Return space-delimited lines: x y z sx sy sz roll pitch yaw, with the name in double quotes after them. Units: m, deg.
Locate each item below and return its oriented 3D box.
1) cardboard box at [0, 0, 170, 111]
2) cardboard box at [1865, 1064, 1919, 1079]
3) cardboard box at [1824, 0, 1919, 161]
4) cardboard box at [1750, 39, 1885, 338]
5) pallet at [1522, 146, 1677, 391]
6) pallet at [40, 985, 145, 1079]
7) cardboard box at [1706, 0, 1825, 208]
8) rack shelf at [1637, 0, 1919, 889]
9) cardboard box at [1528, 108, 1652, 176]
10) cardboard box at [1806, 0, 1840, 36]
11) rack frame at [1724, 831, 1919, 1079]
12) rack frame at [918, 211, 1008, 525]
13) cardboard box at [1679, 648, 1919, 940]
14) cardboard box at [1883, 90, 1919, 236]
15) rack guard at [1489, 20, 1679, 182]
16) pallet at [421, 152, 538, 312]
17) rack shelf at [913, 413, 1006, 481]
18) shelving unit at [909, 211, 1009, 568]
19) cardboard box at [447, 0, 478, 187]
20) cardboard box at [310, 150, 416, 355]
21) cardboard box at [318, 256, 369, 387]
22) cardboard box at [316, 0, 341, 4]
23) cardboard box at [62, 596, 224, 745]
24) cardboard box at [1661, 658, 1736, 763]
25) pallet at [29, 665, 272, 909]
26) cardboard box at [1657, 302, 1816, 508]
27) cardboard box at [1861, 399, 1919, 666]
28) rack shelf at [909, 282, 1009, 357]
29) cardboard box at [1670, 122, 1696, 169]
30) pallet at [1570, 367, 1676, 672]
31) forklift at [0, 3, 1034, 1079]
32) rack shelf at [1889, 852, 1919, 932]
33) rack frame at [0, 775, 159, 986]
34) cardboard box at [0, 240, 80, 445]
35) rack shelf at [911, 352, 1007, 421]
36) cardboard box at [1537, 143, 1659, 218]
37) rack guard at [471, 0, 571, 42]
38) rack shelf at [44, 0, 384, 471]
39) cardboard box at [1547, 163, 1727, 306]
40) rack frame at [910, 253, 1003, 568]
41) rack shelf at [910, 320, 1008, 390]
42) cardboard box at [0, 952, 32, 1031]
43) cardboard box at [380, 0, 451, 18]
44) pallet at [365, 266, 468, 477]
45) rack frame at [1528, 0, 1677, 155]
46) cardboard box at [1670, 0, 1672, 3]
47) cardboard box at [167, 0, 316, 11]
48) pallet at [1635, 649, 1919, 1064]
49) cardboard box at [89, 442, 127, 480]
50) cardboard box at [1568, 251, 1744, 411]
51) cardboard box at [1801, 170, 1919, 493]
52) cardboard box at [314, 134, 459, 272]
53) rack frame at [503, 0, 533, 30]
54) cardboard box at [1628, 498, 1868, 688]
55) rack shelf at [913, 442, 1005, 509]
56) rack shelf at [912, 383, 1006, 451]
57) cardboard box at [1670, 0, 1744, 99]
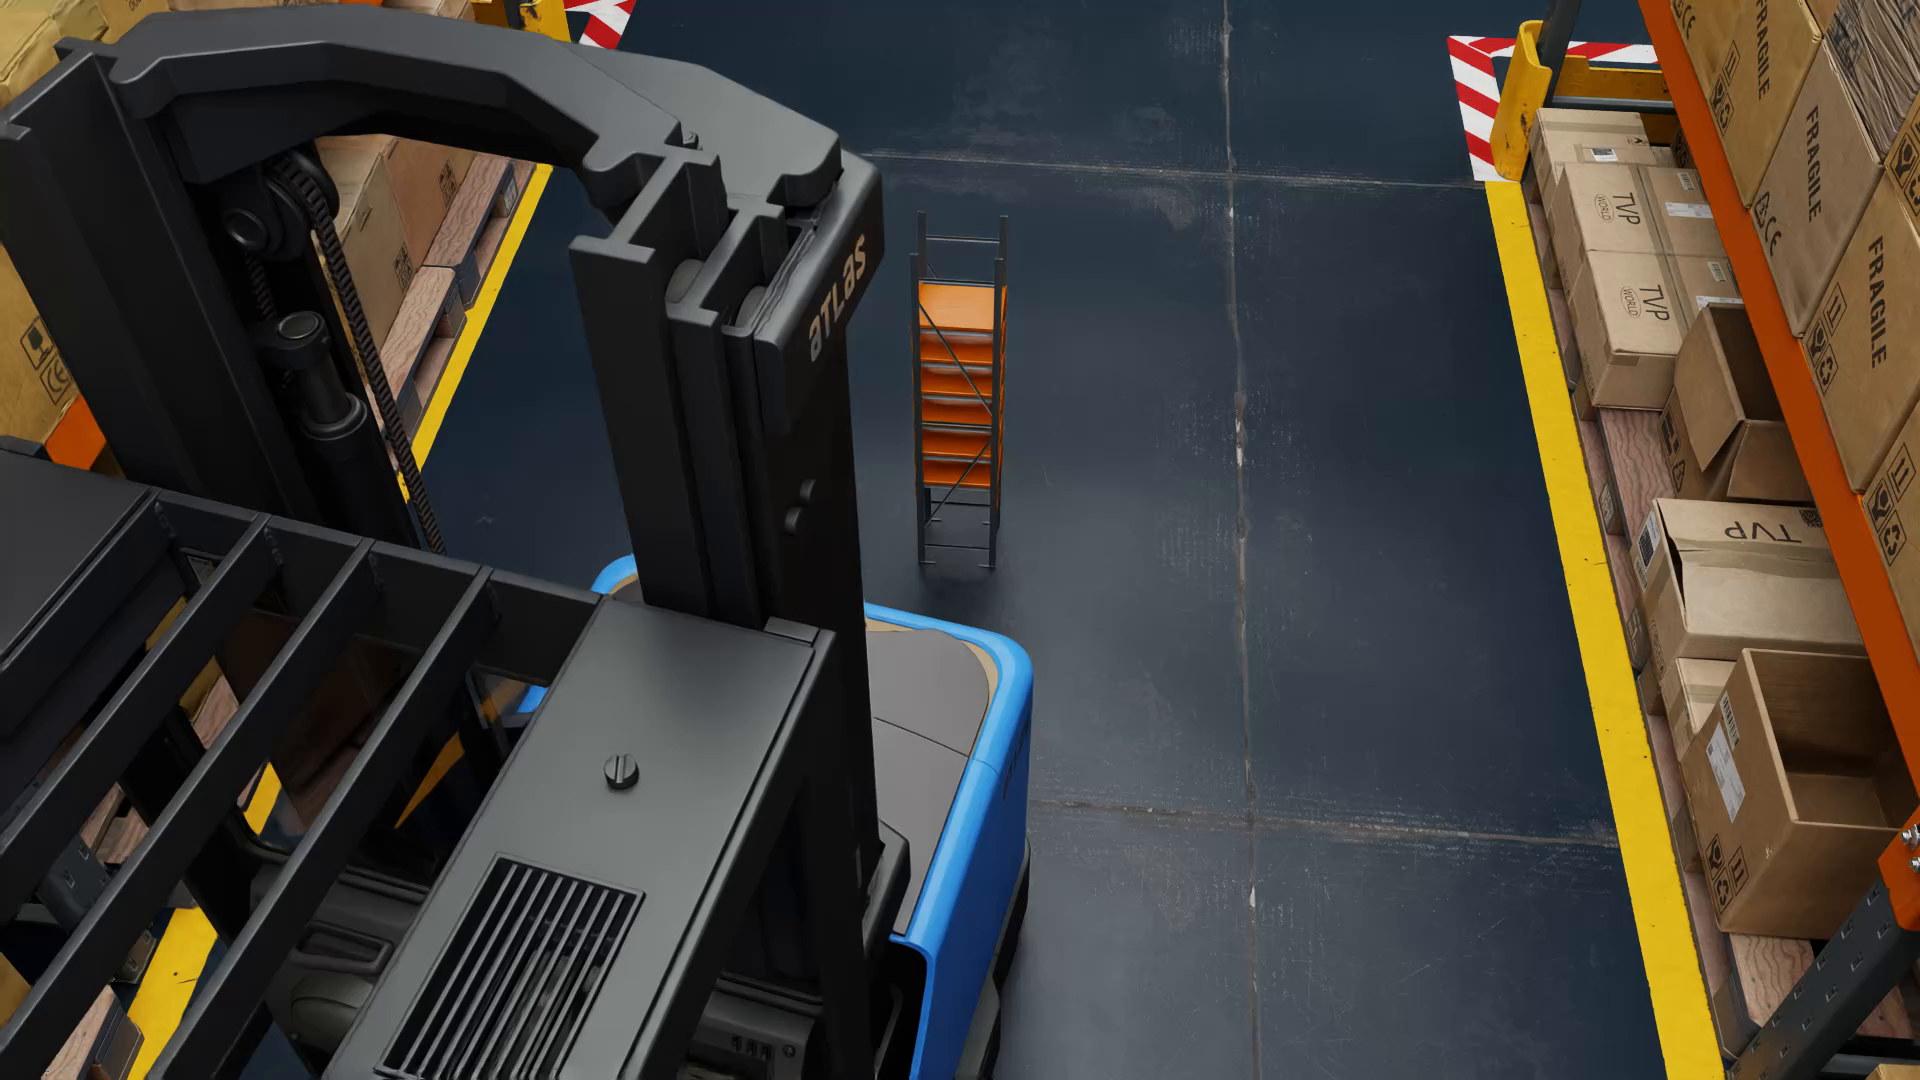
-2.438 -0.996 3.925 0.980 0.700 0.700 3 48 3 "cardboard box"
2.071 1.404 3.329 0.500 0.500 0.500 2 48 2 "cardboard box"
2.236 -1.138 3.512 0.500 0.500 0.500 4 48 4 "cardboard box"
2.238 -0.806 3.886 0.500 0.500 0.500 5 48 4 "cardboard box"
2.644 -0.987 6.010 1.003 0.211 1.213 4 48 4 "pallet"
-2.571 1.552 3.687 1.003 0.211 1.213 4 48 4 "pallet"
2.282 -1.180 4.229 0.500 0.500 0.500 4 48 4 "cardboard box"
2.540 -0.858 4.489 1.077 0.370 4.000 4 48 4 "rack shelf"
2.342 -1.472 6.197 0.380 0.149 0.250 4 48 4 "cardboard box"
2.284 -1.508 3.851 0.500 0.500 0.500 3 48 3 "cardboard box"
2.358 0.369 2.879 1.000 3.000 0.127 4 48 4 "rack frame"
0.007 -0.462 4.859 0.240 1.200 0.006 4 48 4 "rack frame"
2.128 0.627 4.040 0.500 0.500 0.500 4 48 4 "cardboard box"
2.190 -0.767 3.174 0.500 0.500 0.500 3 48 3 "cardboard box"
2.716 -1.670 6.439 1.175 0.500 0.348 4 48 4 "rack guard"
-2.206 -1.366 6.357 1.003 0.211 1.213 4 48 4 "pallet"
-0.001 -0.283 4.919 0.258 0.103 0.180 4 48 4 "rack shelf"
-0.001 -0.394 4.798 0.258 1.200 0.189 4 48 4 "shelving unit"
-2.175 -1.677 6.161 0.700 0.500 0.500 4 48 4 "cardboard box"
-2.266 -0.940 5.486 0.700 0.500 0.500 2 48 2 "cardboard box"
-2.307 -0.548 5.128 0.700 0.500 0.500 5 48 4 "cardboard box"
-2.302 -2.091 4.926 0.980 0.700 0.700 4 48 3 "cardboard box"
-2.405 0.198 4.445 0.700 0.500 0.500 4 48 4 "cardboard box"
2.102 0.466 4.425 0.380 0.149 0.250 4 48 4 "cardboard box"
-2.428 0.427 4.717 1.003 0.211 1.213 4 48 4 "pallet"
2.524 -0.317 4.901 0.797 0.503 0.637 4 48 4 "cardboard box"
2.148 -0.049 3.194 0.500 0.500 0.500 5 48 4 "cardboard box"
-0.001 -0.607 4.565 0.258 0.103 0.180 4 48 4 "rack shelf"
2.918 -1.459 5.947 0.500 0.500 0.500 4 48 4 "cardboard box"
2.530 -0.093 5.192 1.003 0.211 1.213 4 48 4 "pallet"
-0.739 0.893 2.447 1.130 2.935 3.031 13 49 11 "forklift"
2.176 2.082 1.801 1.077 0.370 4.000 4 48 4 "rack shelf"
-2.575 0.039 3.182 1.000 3.000 0.127 4 48 4 "rack frame"
-2.510 -0.460 3.434 0.980 0.700 0.700 5 48 4 "cardboard box"
-0.001 -0.445 4.742 0.258 0.103 0.180 4 48 4 "rack shelf"
2.319 -1.294 6.023 0.380 0.166 0.250 4 48 4 "cardboard box"
-2.209 -2.074 6.808 1.175 0.500 0.348 4 48 4 "rack guard"
-2.393 -1.188 4.791 1.077 0.370 4.000 4 48 4 "rack shelf"
2.345 -1.043 5.736 0.500 0.250 0.500 4 48 4 "cardboard box"
-0.010 -0.327 4.736 0.240 1.200 0.006 4 48 4 "rack frame"
-0.001 -0.526 4.653 0.258 0.103 0.180 4 48 4 "rack shelf"
-2.505 1.109 3.375 0.750 0.750 0.750 4 48 4 "cardboard box"
-2.005 -1.790 5.824 0.380 0.149 0.250 3 48 3 "cardboard box"
-2.319 -0.472 5.539 1.003 0.211 1.213 4 48 4 "pallet"
2.723 -2.570 5.568 1.000 3.000 0.127 4 48 4 "rack frame"
2.378 -1.916 4.902 0.500 0.500 0.500 3 48 3 "cardboard box"
-2.381 -1.531 4.414 0.980 0.700 0.700 2 48 2 "cardboard box"
2.422 0.806 4.370 1.003 0.211 1.213 4 48 4 "pallet"
-2.192 -0.260 4.425 0.380 0.149 0.250 5 48 5 "cardboard box"
2.299 -0.675 5.400 0.500 0.250 0.500 4 48 4 "cardboard box"
2.194 -0.428 3.541 0.500 0.500 0.500 5 48 5 "cardboard box"
-2.220 -1.310 5.824 0.700 0.500 0.500 4 48 3 "cardboard box"
-2.211 -2.900 5.870 1.000 3.000 0.127 4 48 4 "rack frame"
2.196 0.139 4.614 0.500 0.311 0.500 4 48 4 "cardboard box"
-0.001 -0.202 5.007 0.258 0.103 0.180 4 48 4 "rack shelf"
-0.001 -0.364 4.830 0.258 0.103 0.180 4 48 4 "rack shelf"
2.329 -1.547 4.565 0.500 0.500 0.500 4 48 3 "cardboard box"
